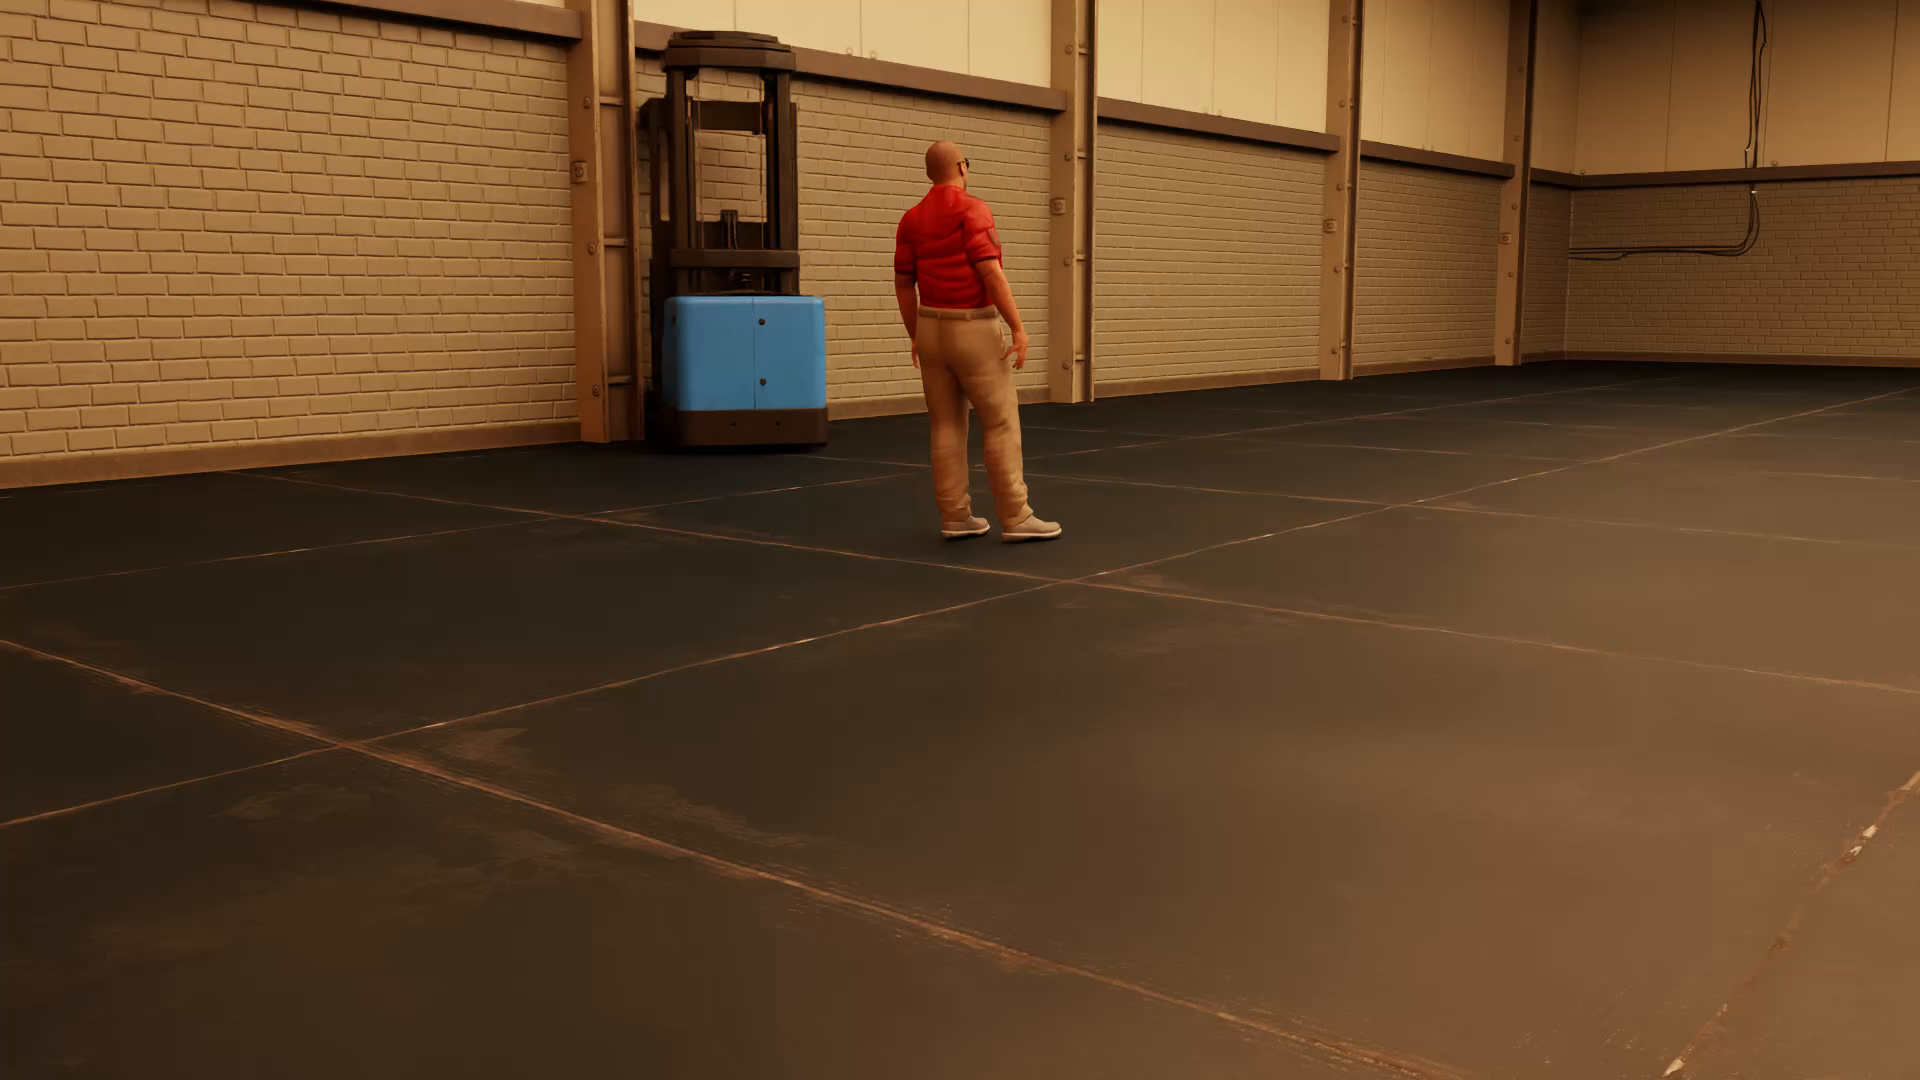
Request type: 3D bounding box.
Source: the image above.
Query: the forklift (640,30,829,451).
[{"bbox_3d":[-1.815,-2.242,12.603,1.130,2.935,3.031,-2,9,-16],"label":"forklift"}]

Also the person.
[{"bbox_3d":[0.066,-0.871,7.340,0.640,1.727,0.551,7,11,38],"label":"person"}]
